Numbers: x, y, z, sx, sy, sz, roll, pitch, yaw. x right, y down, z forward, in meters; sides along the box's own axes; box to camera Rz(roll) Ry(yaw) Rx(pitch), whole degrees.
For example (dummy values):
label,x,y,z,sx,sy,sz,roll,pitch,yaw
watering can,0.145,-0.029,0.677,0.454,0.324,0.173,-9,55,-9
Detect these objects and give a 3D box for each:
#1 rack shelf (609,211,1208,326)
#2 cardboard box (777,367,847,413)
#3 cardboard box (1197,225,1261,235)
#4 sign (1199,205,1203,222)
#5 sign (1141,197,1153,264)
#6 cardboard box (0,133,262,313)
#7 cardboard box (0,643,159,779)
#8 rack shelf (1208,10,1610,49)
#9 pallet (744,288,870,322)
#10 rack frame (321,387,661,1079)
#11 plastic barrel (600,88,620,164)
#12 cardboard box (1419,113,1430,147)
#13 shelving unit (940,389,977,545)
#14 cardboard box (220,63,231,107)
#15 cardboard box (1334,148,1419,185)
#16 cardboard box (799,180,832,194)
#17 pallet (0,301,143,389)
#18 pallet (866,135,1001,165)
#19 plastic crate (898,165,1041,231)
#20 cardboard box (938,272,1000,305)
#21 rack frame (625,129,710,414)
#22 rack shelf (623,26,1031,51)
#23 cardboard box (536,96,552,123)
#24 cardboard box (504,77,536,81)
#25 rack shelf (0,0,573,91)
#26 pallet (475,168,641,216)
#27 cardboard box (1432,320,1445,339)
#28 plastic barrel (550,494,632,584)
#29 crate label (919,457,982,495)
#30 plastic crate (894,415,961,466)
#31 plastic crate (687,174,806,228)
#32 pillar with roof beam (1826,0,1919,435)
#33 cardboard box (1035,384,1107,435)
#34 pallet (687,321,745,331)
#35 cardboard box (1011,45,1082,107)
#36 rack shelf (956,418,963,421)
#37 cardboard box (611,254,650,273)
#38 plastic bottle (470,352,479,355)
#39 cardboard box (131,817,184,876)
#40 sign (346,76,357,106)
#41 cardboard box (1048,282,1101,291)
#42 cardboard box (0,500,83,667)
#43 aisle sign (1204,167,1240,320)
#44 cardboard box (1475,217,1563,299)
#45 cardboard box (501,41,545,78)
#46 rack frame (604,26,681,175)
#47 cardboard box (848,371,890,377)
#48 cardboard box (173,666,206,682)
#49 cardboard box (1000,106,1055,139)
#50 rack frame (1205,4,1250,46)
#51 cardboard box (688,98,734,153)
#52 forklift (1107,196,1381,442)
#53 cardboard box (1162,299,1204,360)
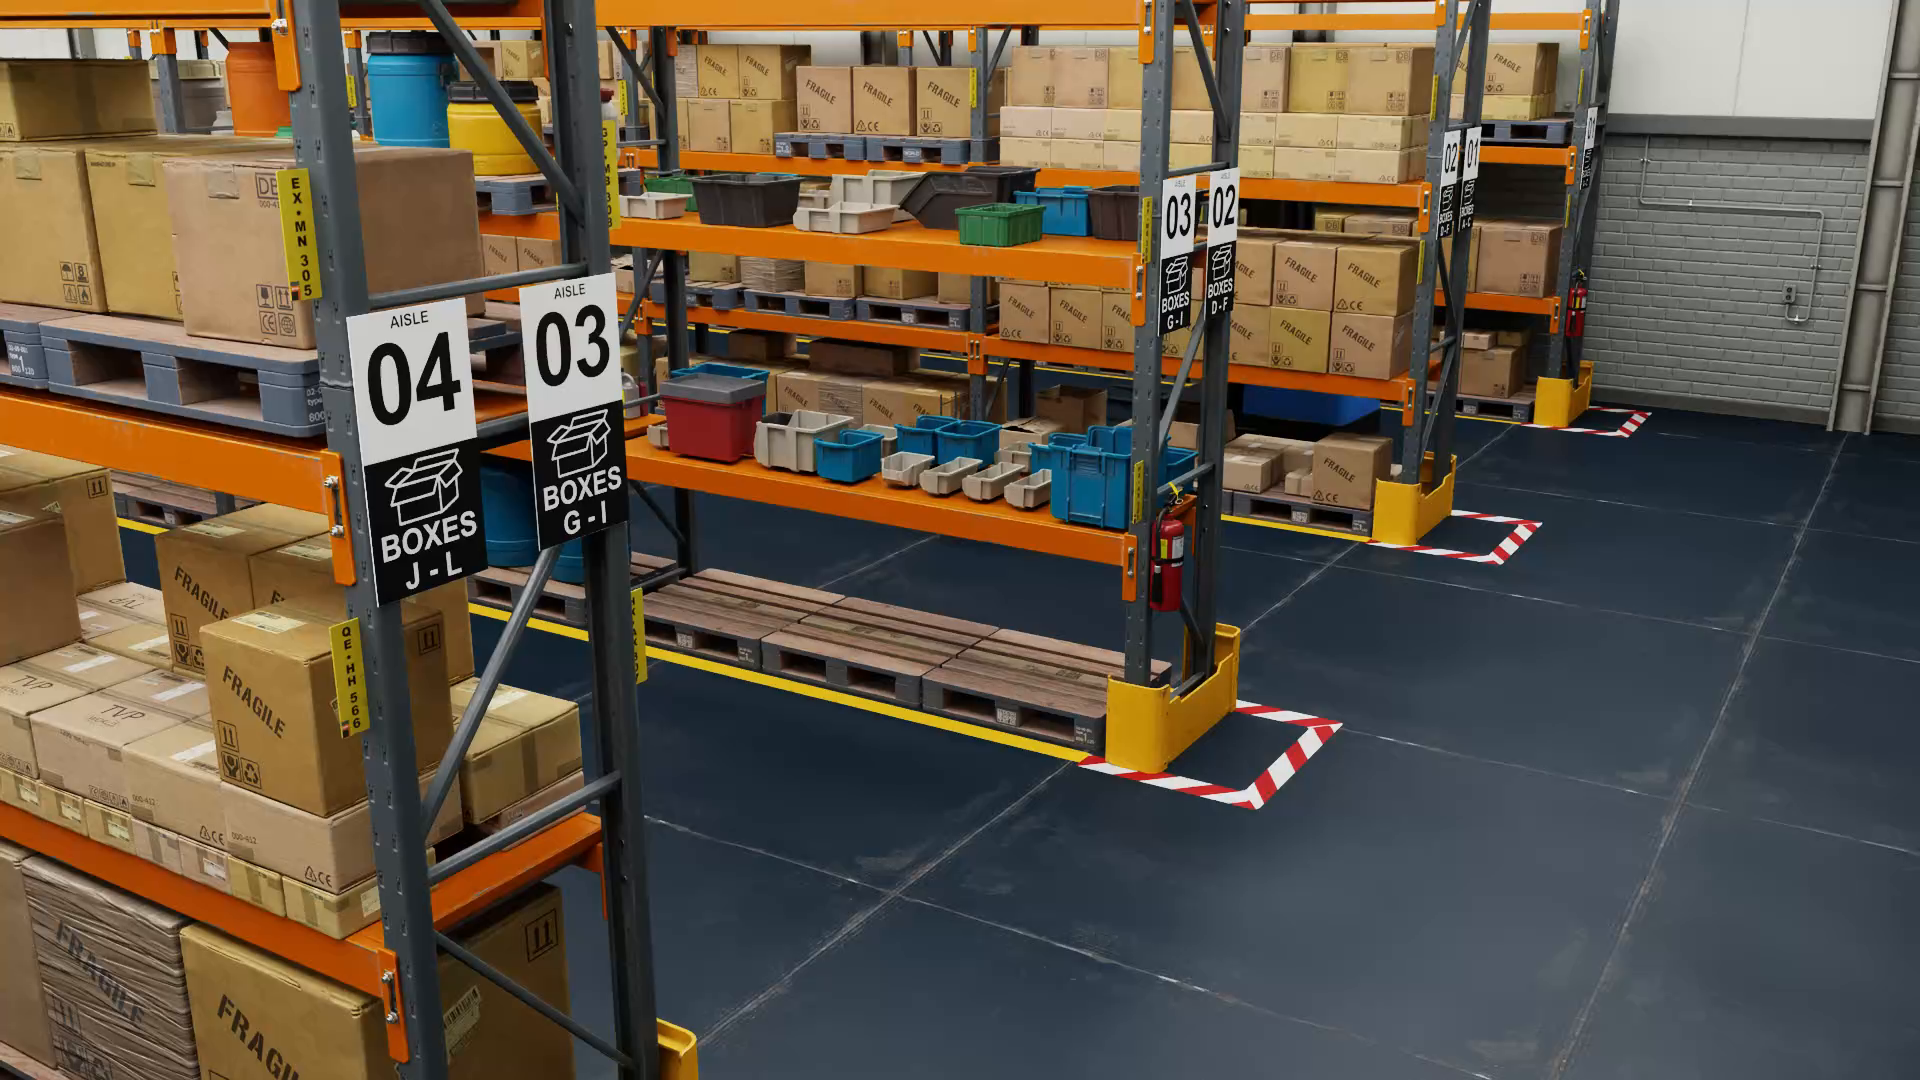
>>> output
label,x,y,z,sx,sy,sz,roll,pitch,yaw
rack shelf,-0.490,-1.707,9.917,4.000,0.370,1.077,10,20,30
cardboard box,-1.448,-1.396,16.358,0.500,0.500,0.500,9,19,28
cardboard box,2.263,-2.429,14.325,0.500,0.500,0.500,10,20,30
sign,2.715,-3.754,18.724,0.005,0.325,0.100,10,20,30
sign,0.940,-1.558,8.370,0.005,0.325,0.100,10,20,30
cardboard box,-2.731,-1.065,5.499,0.500,0.500,0.700,9,19,26
cardboard box,-3.241,0.603,5.980,0.500,0.250,0.500,10,20,30
rack shelf,4.695,-5.405,17.617,4.000,0.370,1.077,10,20,30
pallet,-1.348,-2.368,16.348,1.213,0.211,1.003,10,20,30
rack frame,-1.378,0.915,5.209,0.127,3.000,1.000,10,20,30
plastic barrel,-2.511,-2.764,11.201,0.433,0.535,0.433,0,17,0
cardboard box,3.508,-3.283,13.267,0.500,0.250,0.500,10,20,30
shelving unit,-0.012,-0.576,13.214,0.189,1.200,0.258,10,20,30
cardboard box,-8.552,-5.403,19.710,0.500,0.500,0.500,10,20,30
cardboard box,3.234,-2.914,12.912,0.500,0.250,0.500,10,20,30
cardboard box,-1.897,-4.494,22.085,0.500,0.500,0.700,10,20,30
pallet,-3.059,-0.774,5.759,1.213,0.211,1.003,10,20,30
pallet,-0.118,-3.608,15.262,1.003,0.211,1.213,10,20,30
plastic crate,0.056,-2.018,9.809,0.767,0.338,0.504,10,20,30
cardboard box,0.115,-2.523,15.631,0.500,0.500,0.700,4,17,12
rack frame,-3.007,-2.755,17.290,0.127,3.000,1.000,10,20,30
rack shelf,-1.303,-4.786,15.579,4.000,0.370,1.077,10,20,30
cardboard box,-4.361,-4.540,17.539,0.500,0.250,0.500,10,19,29
cardboard box,-6.197,-6.411,23.957,0.500,0.500,0.500,11,20,33
rack shelf,-3.082,-1.724,5.501,4.000,0.370,1.077,10,20,30
pallet,-2.913,-2.360,11.154,1.003,0.211,1.213,10,20,30
cardboard box,5.316,-2.308,18.281,0.250,0.149,0.380,10,20,31
plastic barrel,-2.649,-0.204,11.780,0.708,0.901,0.600,10,20,30
crate label,-0.065,-0.378,9.814,0.243,0.136,0.396,10,20,30
plastic crate,-0.201,-0.626,10.464,0.300,0.233,0.416,10,20,30
plastic crate,-1.279,-2.036,9.988,0.590,0.269,0.497,10,20,30
pillar with roof beam,6.900,-4.373,12.296,0.400,9.000,9.100,10,20,30
cardboard box,1.035,-1.145,15.532,0.500,0.500,0.500,10,20,30
pallet,-3.162,-3.139,23.350,1.213,0.211,1.003,10,20,30
cardboard box,0.836,-4.044,14.479,0.500,0.500,0.700,10,20,30
rack shelf,-0.012,-0.878,13.122,0.180,0.103,0.258,10,20,30
cardboard box,-3.668,-2.896,17.909,0.500,0.311,0.500,10,19,29
plastic bottle,-3.676,-1.293,12.560,0.185,0.351,0.144,10,20,30
cardboard box,-2.502,0.946,5.537,0.250,0.149,0.380,11,20,31
sign,-6.705,-4.946,18.317,0.005,0.325,0.100,10,20,30
cardboard box,1.096,-2.453,14.404,0.500,0.500,0.500,9,19,28
cardboard box,-3.650,0.168,6.123,0.500,0.500,0.500,9,19,28
aisle sign,1.431,-1.618,9.075,0.004,0.787,0.394,10,20,30
cardboard box,5.959,-2.984,17.528,0.700,0.700,0.980,11,20,33
cardboard box,-6.190,-6.888,23.807,0.500,0.500,0.500,11,20,32
rack frame,-2.194,-3.791,10.378,0.127,3.000,1.000,10,20,30
cardboard box,-0.766,-1.451,16.542,0.500,0.500,0.500,10,20,31
cardboard box,-2.518,0.550,6.157,0.500,0.250,0.500,9,19,28
cardboard box,0.686,-3.614,14.354,0.500,0.250,0.500,10,20,30
rack frame,2.991,-6.244,18.456,0.127,3.000,1.000,10,20,30
cardboard box,-2.183,-4.102,16.393,0.500,0.500,0.910,10,20,30
forklift,2.716,-2.565,16.781,3.031,2.935,1.130,11,20,33
cardboard box,1.990,-1.819,14.035,0.500,0.500,0.500,10,19,29
